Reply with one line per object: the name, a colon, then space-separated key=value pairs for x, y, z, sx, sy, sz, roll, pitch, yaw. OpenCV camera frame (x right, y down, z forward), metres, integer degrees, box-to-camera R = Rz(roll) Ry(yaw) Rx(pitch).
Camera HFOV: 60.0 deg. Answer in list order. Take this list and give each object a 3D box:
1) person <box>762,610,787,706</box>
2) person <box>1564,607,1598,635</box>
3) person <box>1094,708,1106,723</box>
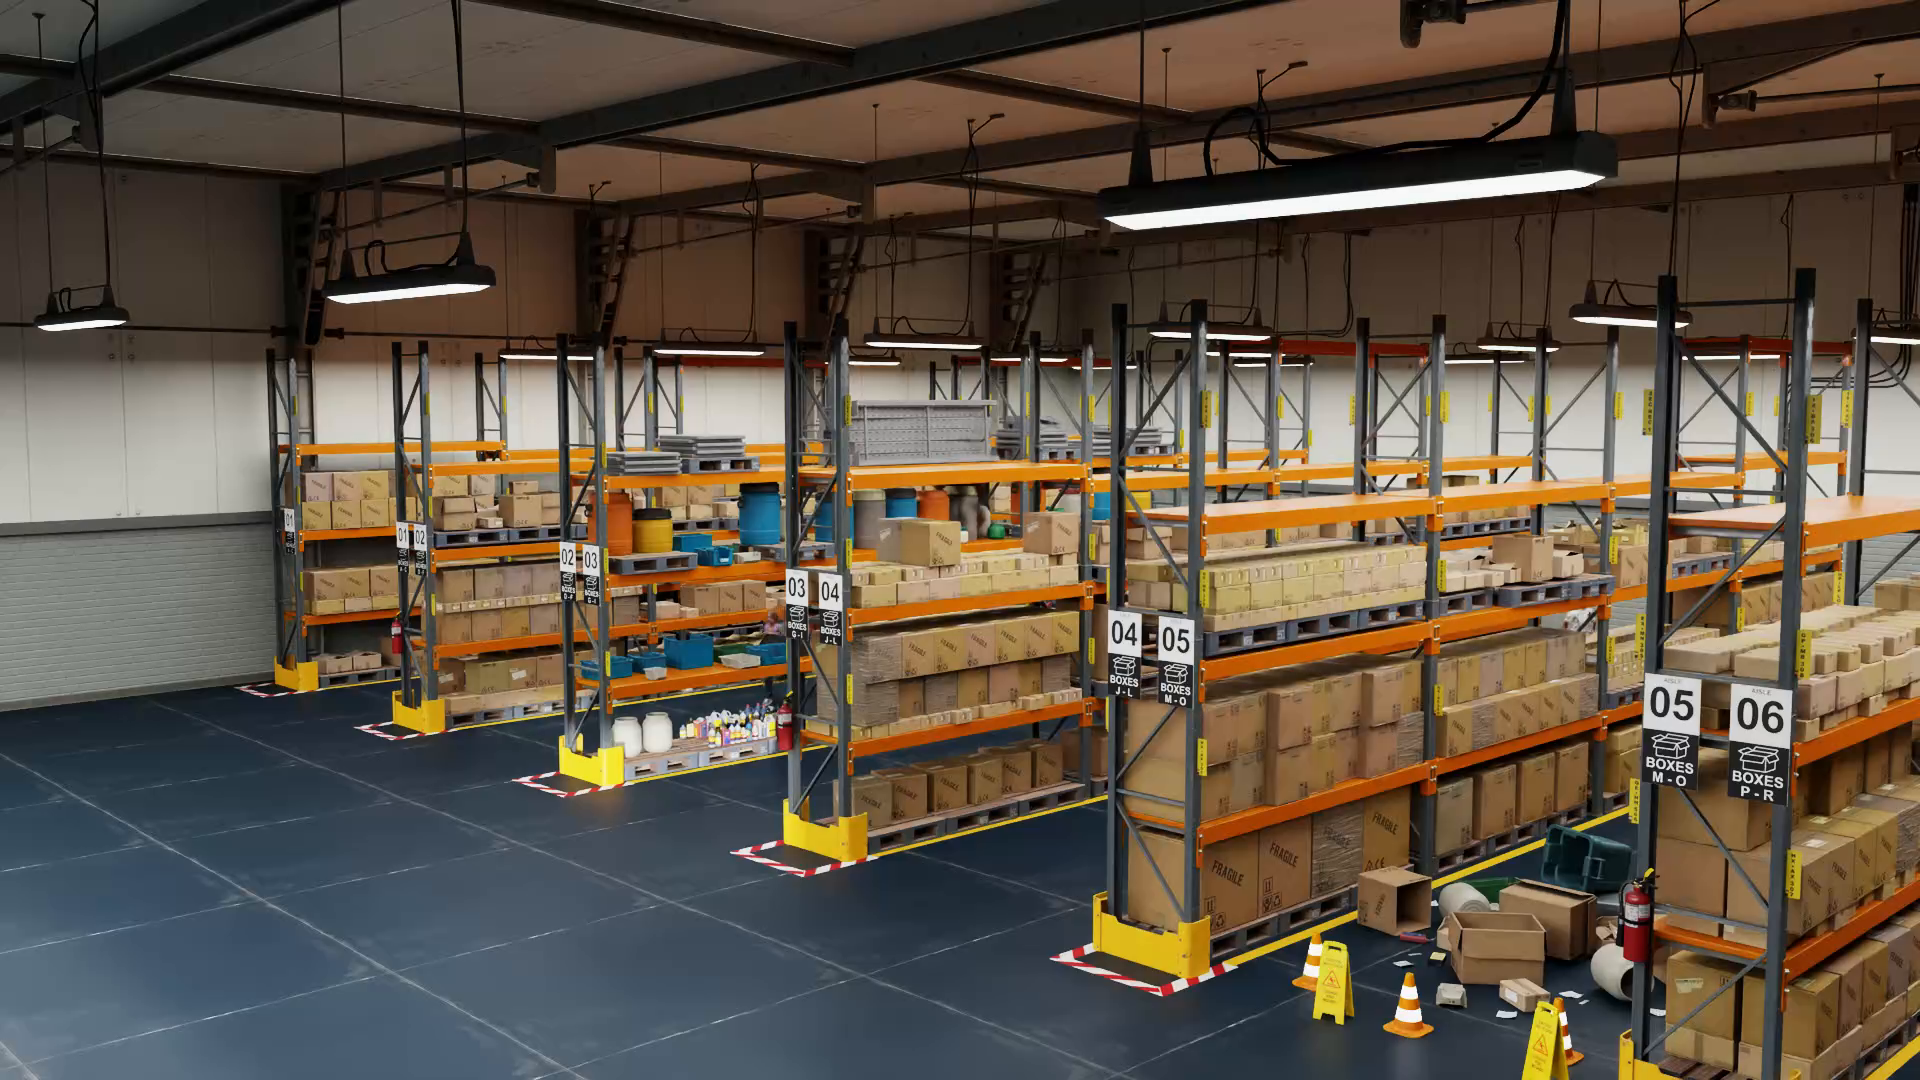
person: x=-3.081 y=1.976 z=27.997 sx=0.520 sy=1.557 sz=0.847 roll=3 pitch=6 yaw=30
person: x=11.121 y=1.769 z=29.882 sx=0.578 sy=1.661 sz=0.742 roll=-1 pitch=5 yaw=-14
person: x=2.207 y=2.212 z=24.670 sx=0.442 sy=1.699 sz=0.565 roll=-1 pitch=5 yaw=-10
